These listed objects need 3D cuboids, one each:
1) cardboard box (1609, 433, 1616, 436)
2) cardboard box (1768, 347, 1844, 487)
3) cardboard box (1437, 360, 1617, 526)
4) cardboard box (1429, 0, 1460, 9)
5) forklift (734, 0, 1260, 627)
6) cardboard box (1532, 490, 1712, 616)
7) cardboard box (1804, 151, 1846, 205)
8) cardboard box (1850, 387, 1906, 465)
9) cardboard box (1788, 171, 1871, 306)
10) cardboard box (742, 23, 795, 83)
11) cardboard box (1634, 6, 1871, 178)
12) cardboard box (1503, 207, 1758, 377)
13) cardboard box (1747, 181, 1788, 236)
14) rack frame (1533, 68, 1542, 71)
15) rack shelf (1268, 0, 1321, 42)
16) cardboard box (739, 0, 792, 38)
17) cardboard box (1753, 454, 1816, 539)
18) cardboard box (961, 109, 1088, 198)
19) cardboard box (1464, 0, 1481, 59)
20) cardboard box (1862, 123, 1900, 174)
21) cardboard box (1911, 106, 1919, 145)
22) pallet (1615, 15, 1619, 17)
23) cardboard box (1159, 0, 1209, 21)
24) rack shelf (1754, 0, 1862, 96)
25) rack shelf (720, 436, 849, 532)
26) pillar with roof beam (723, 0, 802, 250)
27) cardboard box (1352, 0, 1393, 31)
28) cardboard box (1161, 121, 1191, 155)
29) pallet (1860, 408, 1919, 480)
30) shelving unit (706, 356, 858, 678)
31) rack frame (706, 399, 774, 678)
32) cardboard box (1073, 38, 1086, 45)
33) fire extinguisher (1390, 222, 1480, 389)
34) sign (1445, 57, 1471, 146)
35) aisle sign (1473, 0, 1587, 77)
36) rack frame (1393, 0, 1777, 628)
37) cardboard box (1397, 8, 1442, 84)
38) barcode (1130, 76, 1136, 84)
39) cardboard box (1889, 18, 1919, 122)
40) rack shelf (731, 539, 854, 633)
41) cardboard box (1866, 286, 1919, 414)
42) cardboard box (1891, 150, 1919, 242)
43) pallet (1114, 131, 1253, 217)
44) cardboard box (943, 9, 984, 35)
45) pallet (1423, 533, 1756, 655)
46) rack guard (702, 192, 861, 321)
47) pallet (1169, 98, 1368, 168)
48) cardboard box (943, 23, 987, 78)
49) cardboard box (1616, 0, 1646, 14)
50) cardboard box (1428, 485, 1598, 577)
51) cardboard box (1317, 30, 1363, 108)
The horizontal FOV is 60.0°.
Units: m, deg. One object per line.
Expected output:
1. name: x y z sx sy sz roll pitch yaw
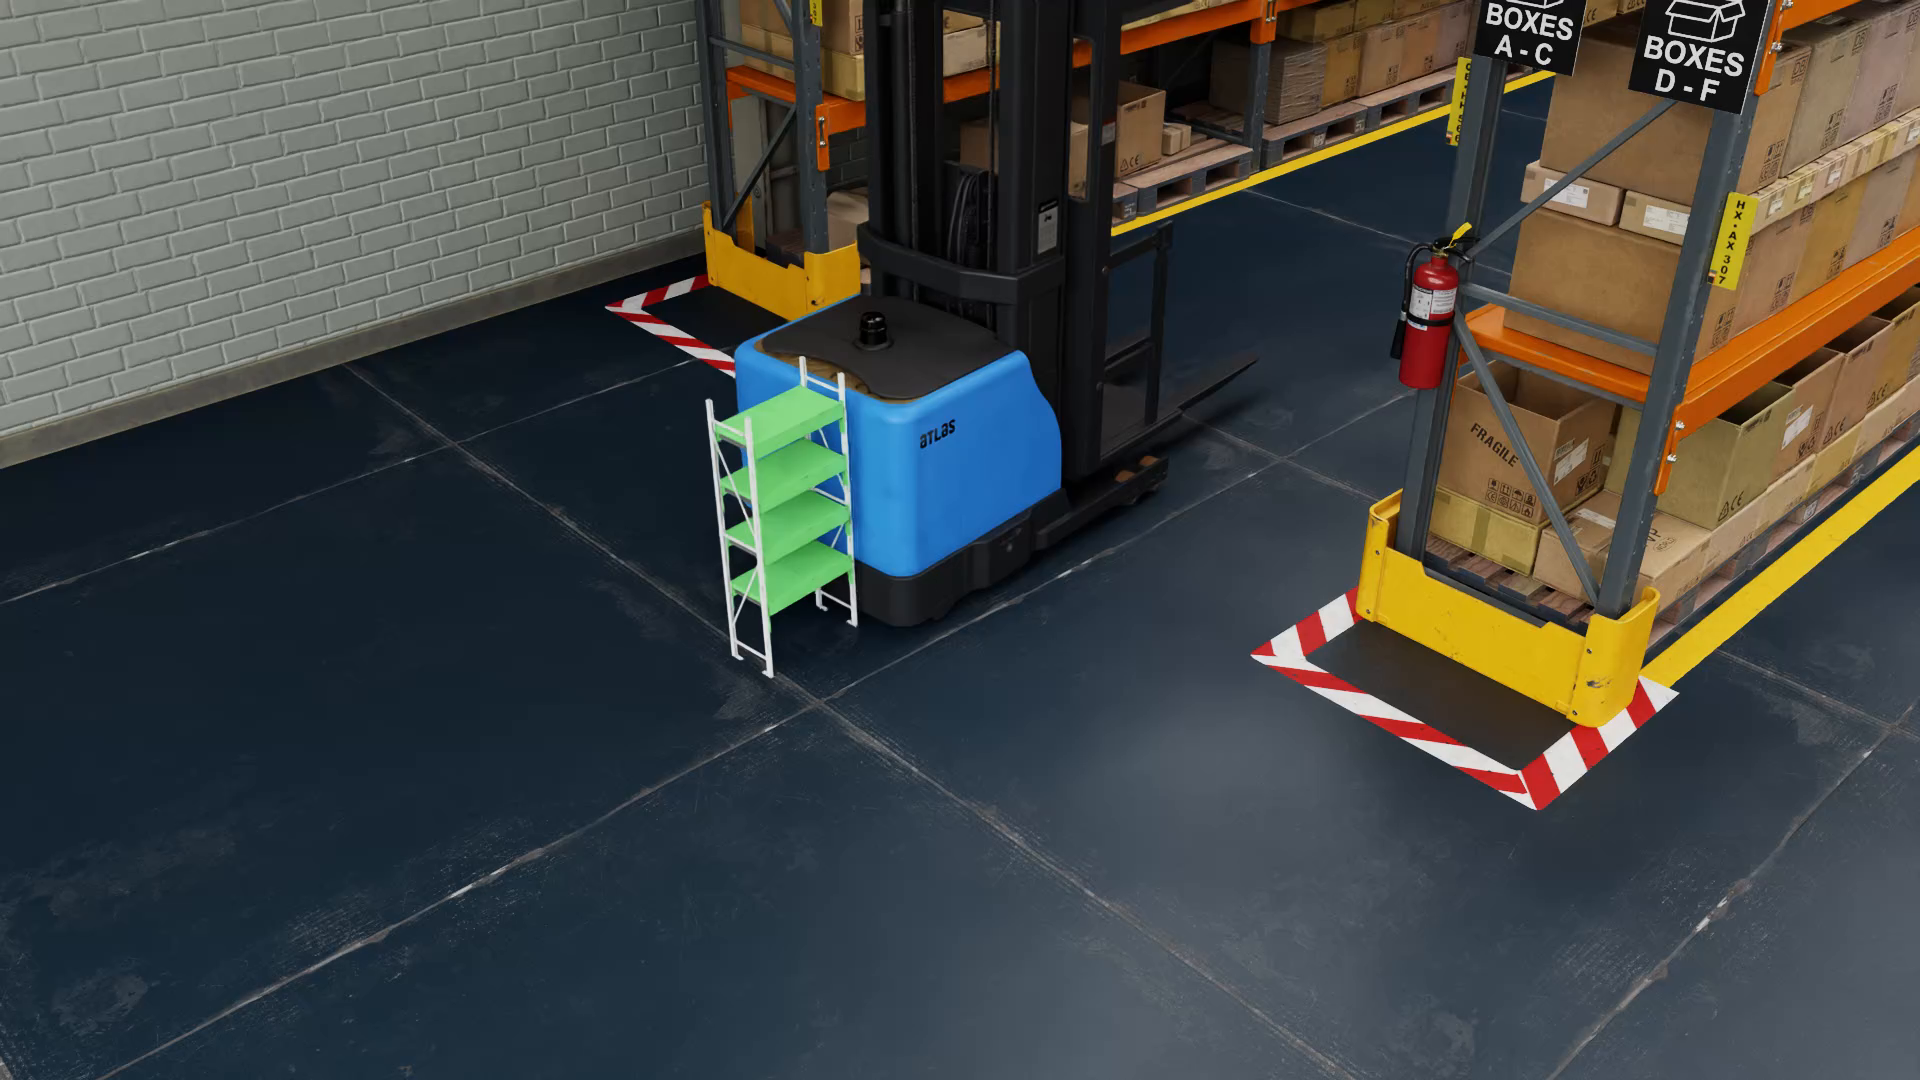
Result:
1. cardboard box: 3.153 -0.489 7.908 0.500 0.250 0.500 -26 40 -35
2. cardboard box: 3.505 -0.611 7.389 0.500 0.500 0.500 -26 40 -35
3. cardboard box: 2.428 -0.450 7.125 0.500 0.500 0.500 -26 40 -35
4. cardboard box: 3.779 -4.539 13.553 0.500 0.250 0.500 -25 39 -35
5. forklift: 0.369 -1.574 7.515 1.130 2.935 3.031 24 39 34
6. cardboard box: 2.782 0.069 6.995 0.500 0.250 0.500 -26 40 -35
7. cardboard box: 3.233 -1.467 6.557 0.250 0.149 0.380 -27 40 -36
8. cardboard box: 4.249 -0.640 8.155 0.500 0.250 0.500 -26 40 -35
9. cardboard box: 3.338 -1.385 7.044 0.500 0.500 0.700 -26 40 -35
10. cardboard box: -0.923 -2.898 9.739 0.500 0.250 0.500 -25 39 -35
11. cardboard box: 3.009 -1.784 6.453 0.500 0.500 0.700 -27 41 -37
12. cardboard box: 2.588 -1.023 6.452 0.500 0.500 0.700 -26 40 -35
13. cardboard box: 2.863 -1.291 6.268 0.250 0.149 0.380 -27 41 -37
14. rack frame: 4.732 -5.551 13.953 0.127 3.000 1.000 -26 40 -35
15. rack shelf: 3.266 -4.535 12.981 4.000 0.370 1.077 -26 40 -35
16. cardboard box: -0.933 -3.227 9.557 0.500 0.500 0.500 -26 40 -36
17. cardboard box: 3.513 -0.287 7.577 0.500 0.250 0.500 -26 40 -35
18. cardboard box: 0.425 -2.489 10.920 0.700 0.500 0.500 26 40 36
19. cardboard box: 4.240 -4.397 14.040 0.500 0.500 0.700 -25 39 -35
20. cardboard box: 3.614 -1.654 6.862 0.250 0.149 0.380 -26 40 -36
21. cardboard box: 3.992 -1.835 7.157 0.250 0.149 0.380 -24 39 -34
22. pallet: 5.362 -4.612 15.091 1.213 0.211 1.003 -26 40 -35
23. cardboard box: 1.287 -3.619 10.918 0.500 0.250 0.500 -26 40 -35
24. rack shelf: 3.704 -2.502 6.781 4.000 0.370 1.077 -26 40 -35
25. rack shelf: -0.705 -0.232 6.634 0.258 0.148 0.480 25 40 35
26. pillar with roof beam: 1.718 -4.205 6.001 0.400 9.000 9.100 -26 40 -35
27. cardboard box: 3.027 -4.185 12.974 0.500 0.250 0.500 -27 41 -37
28. cardboard box: 1.427 -2.910 11.928 0.380 0.166 0.250 23 38 33
29. pallet: 4.559 -0.783 8.828 1.213 0.211 1.003 -26 40 -35
30. shelving unit: -0.703 -0.083 6.728 0.258 1.200 0.503 25 40 35
31. rack frame: -0.866 0.015 6.575 0.240 1.200 0.015 25 40 35
32. cardboard box: 0.561 -3.256 10.325 0.500 0.250 0.500 -25 40 -35
33. fire extinguisher: 1.835 -0.923 6.458 0.183 0.674 0.296 -26 40 -35
34. sign: 1.878 -1.628 6.199 0.005 0.325 0.100 -26 40 -35
35. aisle sign: 1.989 -2.018 5.683 0.004 0.787 0.394 -26 40 -35
36. rack frame: 2.237 -0.820 6.216 0.127 3.000 1.000 -26 40 -35
37. cardboard box: 3.438 -4.072 13.508 0.500 0.500 0.700 -26 40 -36
38. barcode: 1.240 -3.290 11.924 0.075 0.075 0.001 -26 40 -35
39. cardboard box: 3.745 -2.141 7.037 0.500 0.500 0.700 -26 40 -35
40. rack shelf: -0.699 0.174 6.889 0.258 0.148 0.480 25 40 35
41. cardboard box: 4.240 -0.965 7.967 0.500 0.500 0.500 -26 40 -35
42. cardboard box: 4.096 -1.756 7.650 0.500 0.500 0.700 -25 39 -35
43. pallet: 1.331 -2.691 11.949 1.213 0.211 1.003 -26 40 -35
44. cardboard box: -0.210 -3.204 9.520 0.500 0.500 0.500 -26 40 -35
45. pallet: 2.769 0.082 7.413 1.213 0.211 1.003 -26 40 -35
46. rack guard: -1.078 -1.674 10.009 0.348 0.500 1.175 -26 40 -35
47. pallet: 2.369 -3.220 12.813 1.213 0.211 1.003 -26 40 -35
48. cardboard box: -0.189 -2.899 9.741 0.500 0.250 0.500 -27 41 -37
49. cardboard box: 6.008 -5.332 15.253 0.750 0.750 0.750 -26 40 -36
50. cardboard box: 2.429 -0.129 7.319 0.500 0.250 0.500 -26 40 -35
51. cardboard box: 2.673 -3.724 12.939 0.500 0.500 0.700 -27 40 -36
